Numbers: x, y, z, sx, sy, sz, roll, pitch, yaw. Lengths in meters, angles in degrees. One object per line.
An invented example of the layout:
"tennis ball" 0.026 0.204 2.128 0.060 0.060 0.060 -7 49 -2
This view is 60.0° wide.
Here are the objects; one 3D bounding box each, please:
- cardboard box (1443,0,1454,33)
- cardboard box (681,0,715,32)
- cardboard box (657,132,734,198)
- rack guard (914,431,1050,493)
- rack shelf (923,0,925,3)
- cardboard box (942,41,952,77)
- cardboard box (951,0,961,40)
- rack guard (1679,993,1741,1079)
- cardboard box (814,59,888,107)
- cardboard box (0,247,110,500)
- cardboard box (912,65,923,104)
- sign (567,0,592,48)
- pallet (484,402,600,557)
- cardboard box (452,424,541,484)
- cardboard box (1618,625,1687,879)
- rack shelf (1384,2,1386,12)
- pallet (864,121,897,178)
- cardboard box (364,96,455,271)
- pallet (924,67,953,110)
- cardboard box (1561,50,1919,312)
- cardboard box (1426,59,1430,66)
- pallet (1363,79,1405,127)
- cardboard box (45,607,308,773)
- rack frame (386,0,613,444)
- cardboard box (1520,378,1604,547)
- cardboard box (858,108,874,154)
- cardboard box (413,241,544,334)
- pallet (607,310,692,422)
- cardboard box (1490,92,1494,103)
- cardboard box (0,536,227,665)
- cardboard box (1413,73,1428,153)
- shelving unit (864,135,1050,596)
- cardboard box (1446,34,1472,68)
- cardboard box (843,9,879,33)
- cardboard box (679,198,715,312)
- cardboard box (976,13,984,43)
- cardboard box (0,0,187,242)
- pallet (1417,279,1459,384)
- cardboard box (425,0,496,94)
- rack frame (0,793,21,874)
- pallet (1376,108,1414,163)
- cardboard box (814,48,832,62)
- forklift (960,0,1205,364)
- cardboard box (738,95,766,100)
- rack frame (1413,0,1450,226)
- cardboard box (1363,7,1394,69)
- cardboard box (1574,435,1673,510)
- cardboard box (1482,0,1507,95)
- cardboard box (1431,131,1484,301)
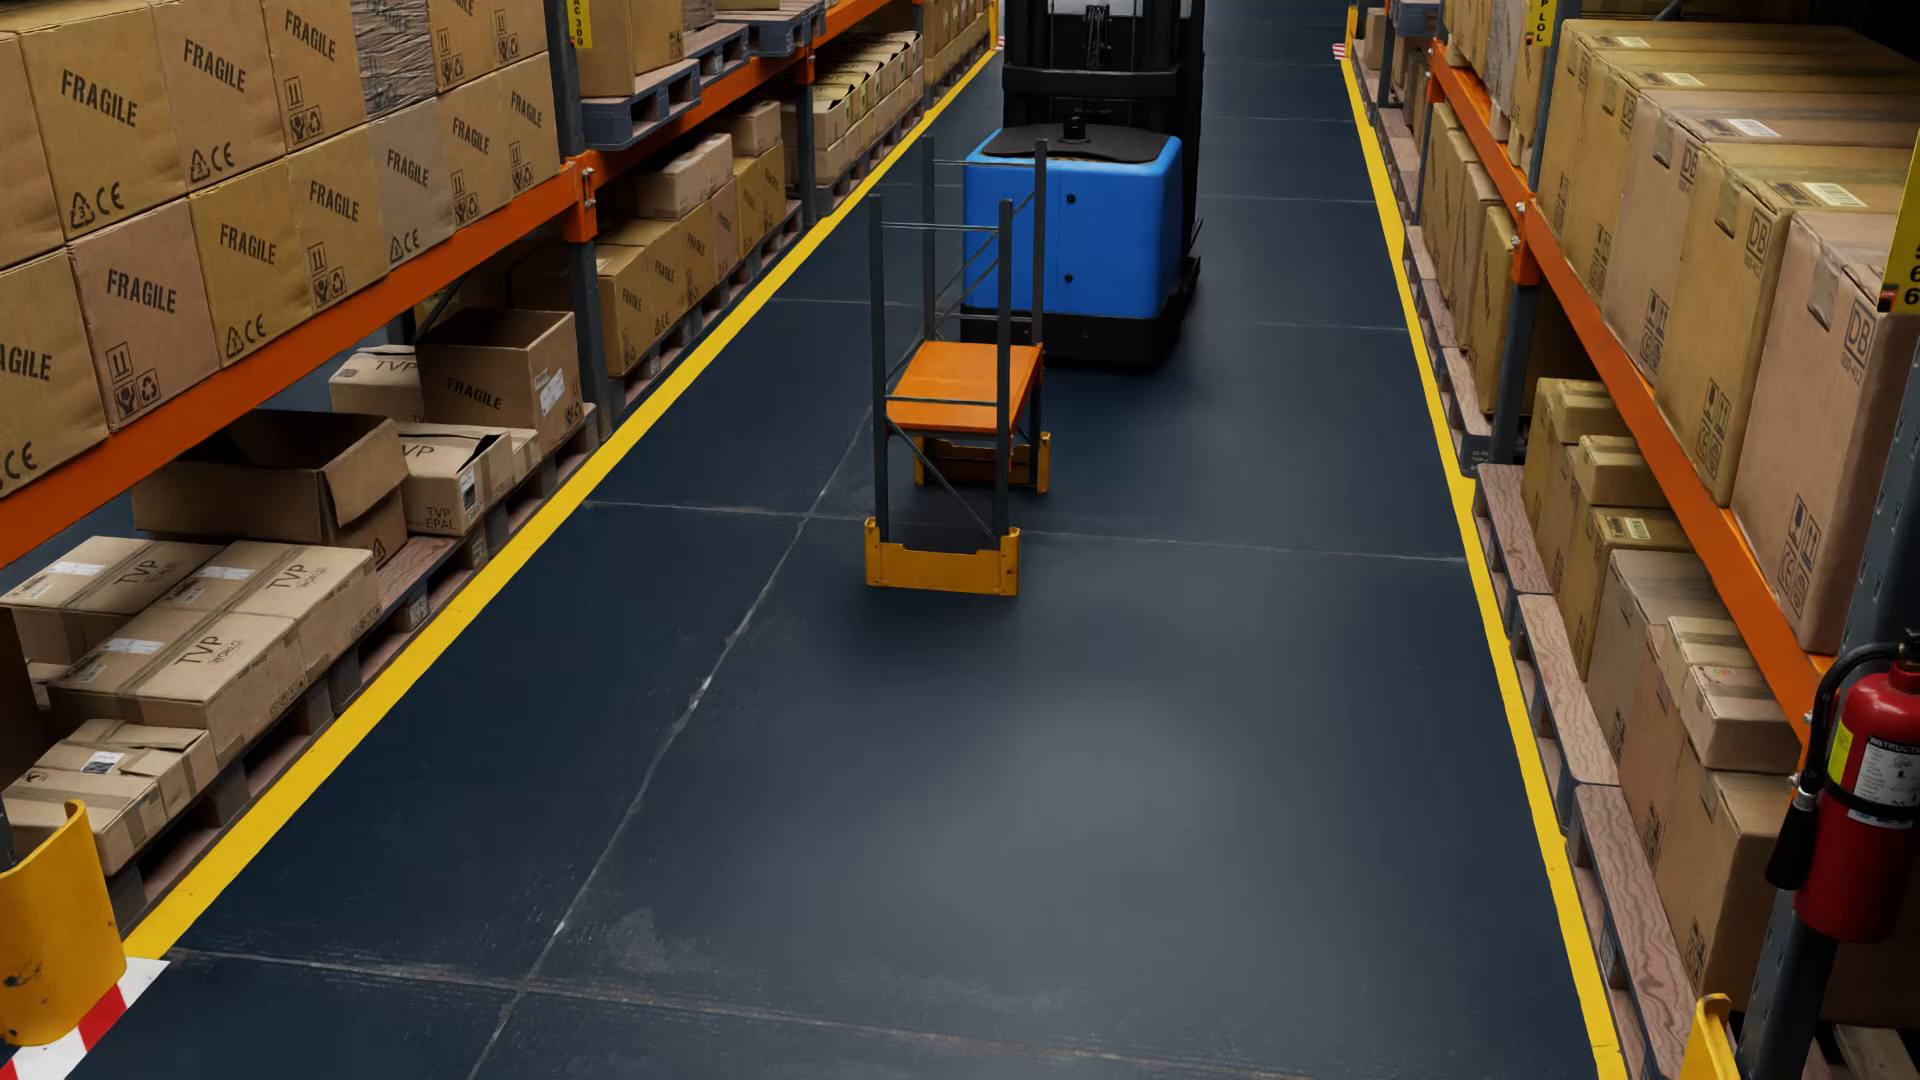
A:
"cardboard box" 3.077 -3.197 9.549 0.500 0.500 0.500 5 26 10
"cardboard box" -1.808 -3.130 9.285 0.700 0.500 0.500 9 27 18
"cardboard box" -1.568 -2.082 9.205 0.500 0.250 0.500 4 25 8
"rack guard" 0.094 -0.353 7.210 0.587 0.250 0.087 4 25 9
"rack shelf" -0.498 -5.719 16.278 1.077 0.370 4.000 4 25 9
"cardboard box" -0.363 -4.535 15.647 0.500 0.250 0.500 4 25 9
"cardboard box" -0.277 -5.083 15.934 0.500 0.500 0.500 4 25 9
"rack guard" 2.098 1.295 3.394 1.175 0.500 0.348 4 25 9
"cardboard box" -0.857 -3.581 12.949 0.500 0.311 0.500 4 25 8
"cardboard box" -2.454 -0.402 3.952 0.500 0.500 0.500 5 25 10
"cardboard box" -0.607 -3.959 14.418 0.500 0.250 0.500 4 25 8
"sign" -1.596 -2.220 6.933 0.100 0.325 0.005 4 25 9
"pallet" -2.246 -0.312 7.168 1.003 0.211 1.213 4 25 9
"cardboard box" -1.948 -0.351 6.806 0.380 0.149 0.250 4 25 9
"cardboard box" 2.199 0.585 4.414 0.700 0.500 0.500 4 25 8
"rack shelf" 4.390 -5.377 15.548 1.077 0.370 4.000 4 25 9
"pallet" -1.104 -3.122 13.172 1.003 0.211 1.213 4 25 9
"cardboard box" -2.126 -1.250 5.764 0.500 0.500 0.500 5 25 10
"pallet" -0.654 -4.275 15.633 1.003 0.211 1.213 4 25 9
"cardboard box" 2.526 -1.126 5.263 0.980 0.700 0.700 3 25 7
"cardboard box" 3.890 -3.780 12.832 0.500 0.250 0.500 3 25 7
"pallet" 4.138 -3.887 14.805 1.003 0.211 1.213 4 25 9
"cardboard box" -2.336 0.440 4.996 0.500 0.250 0.500 4 25 9
"rack frame" -2.132 -1.862 7.190 1.000 3.000 0.127 4 25 9
"cardboard box" 2.532 -0.273 6.248 0.700 0.500 0.500 4 25 9
"cardboard box" -0.943 -3.107 12.597 0.500 0.250 0.500 3 25 7
"cardboard box" -2.335 -1.155 8.110 0.500 0.500 0.500 4 25 8
"pallet" -2.037 -0.942 8.513 1.003 0.211 1.213 4 25 9
"cardboard box" 2.837 -2.215 8.217 0.380 0.149 0.250 5 26 10
"cardboard box" -2.755 0.217 5.472 0.500 0.250 0.500 4 25 9
"cardboard box" 3.801 -3.194 12.466 0.700 0.500 0.500 4 25 9
"shelving unit" 0.012 -0.711 6.500 0.587 1.500 1.083 4 25 9
"cardboard box" 2.950 -2.757 9.374 0.380 0.149 0.250 5 26 10
"cardboard box" -0.872 -4.910 15.565 0.500 0.500 0.500 4 25 9
"cardboard box" -1.648 -1.547 8.946 0.500 0.500 0.500 4 25 9
"cardboard box" -0.037 -5.371 17.434 0.500 0.250 0.500 4 25 9
"cardboard box" -2.376 -1.074 4.208 0.500 0.500 0.500 4 25 9
"pallet" 3.004 -1.097 8.845 1.003 0.211 1.213 4 25 9
"cardboard box" -2.041 -1.916 6.008 0.500 0.500 0.500 4 25 8
"rack frame" -2.786 -0.189 3.616 1.000 3.000 0.127 4 25 9
"pallet" 3.937 -3.278 13.503 1.003 0.211 1.213 4 25 9
"cardboard box" -1.309 -3.826 13.471 0.500 0.311 0.500 3 25 7
"forklift" 0.841 -2.829 9.336 1.130 2.935 3.031 6 26 12
"cardboard box" -1.636 -2.970 11.643 0.500 0.311 0.500 5 25 10
"rack frame" 3.409 -3.193 10.034 1.000 3.000 0.127 4 25 9
"cardboard box" 4.252 -4.781 15.856 0.700 0.500 0.500 2 25 5
"cardboard box" 2.211 -0.218 5.365 0.380 0.149 0.250 3 25 7
"cardboard box" 2.746 -2.344 7.726 0.500 0.500 0.500 4 25 9
"cardboard box" 3.010 -1.746 8.981 0.750 0.750 0.750 4 25 8
